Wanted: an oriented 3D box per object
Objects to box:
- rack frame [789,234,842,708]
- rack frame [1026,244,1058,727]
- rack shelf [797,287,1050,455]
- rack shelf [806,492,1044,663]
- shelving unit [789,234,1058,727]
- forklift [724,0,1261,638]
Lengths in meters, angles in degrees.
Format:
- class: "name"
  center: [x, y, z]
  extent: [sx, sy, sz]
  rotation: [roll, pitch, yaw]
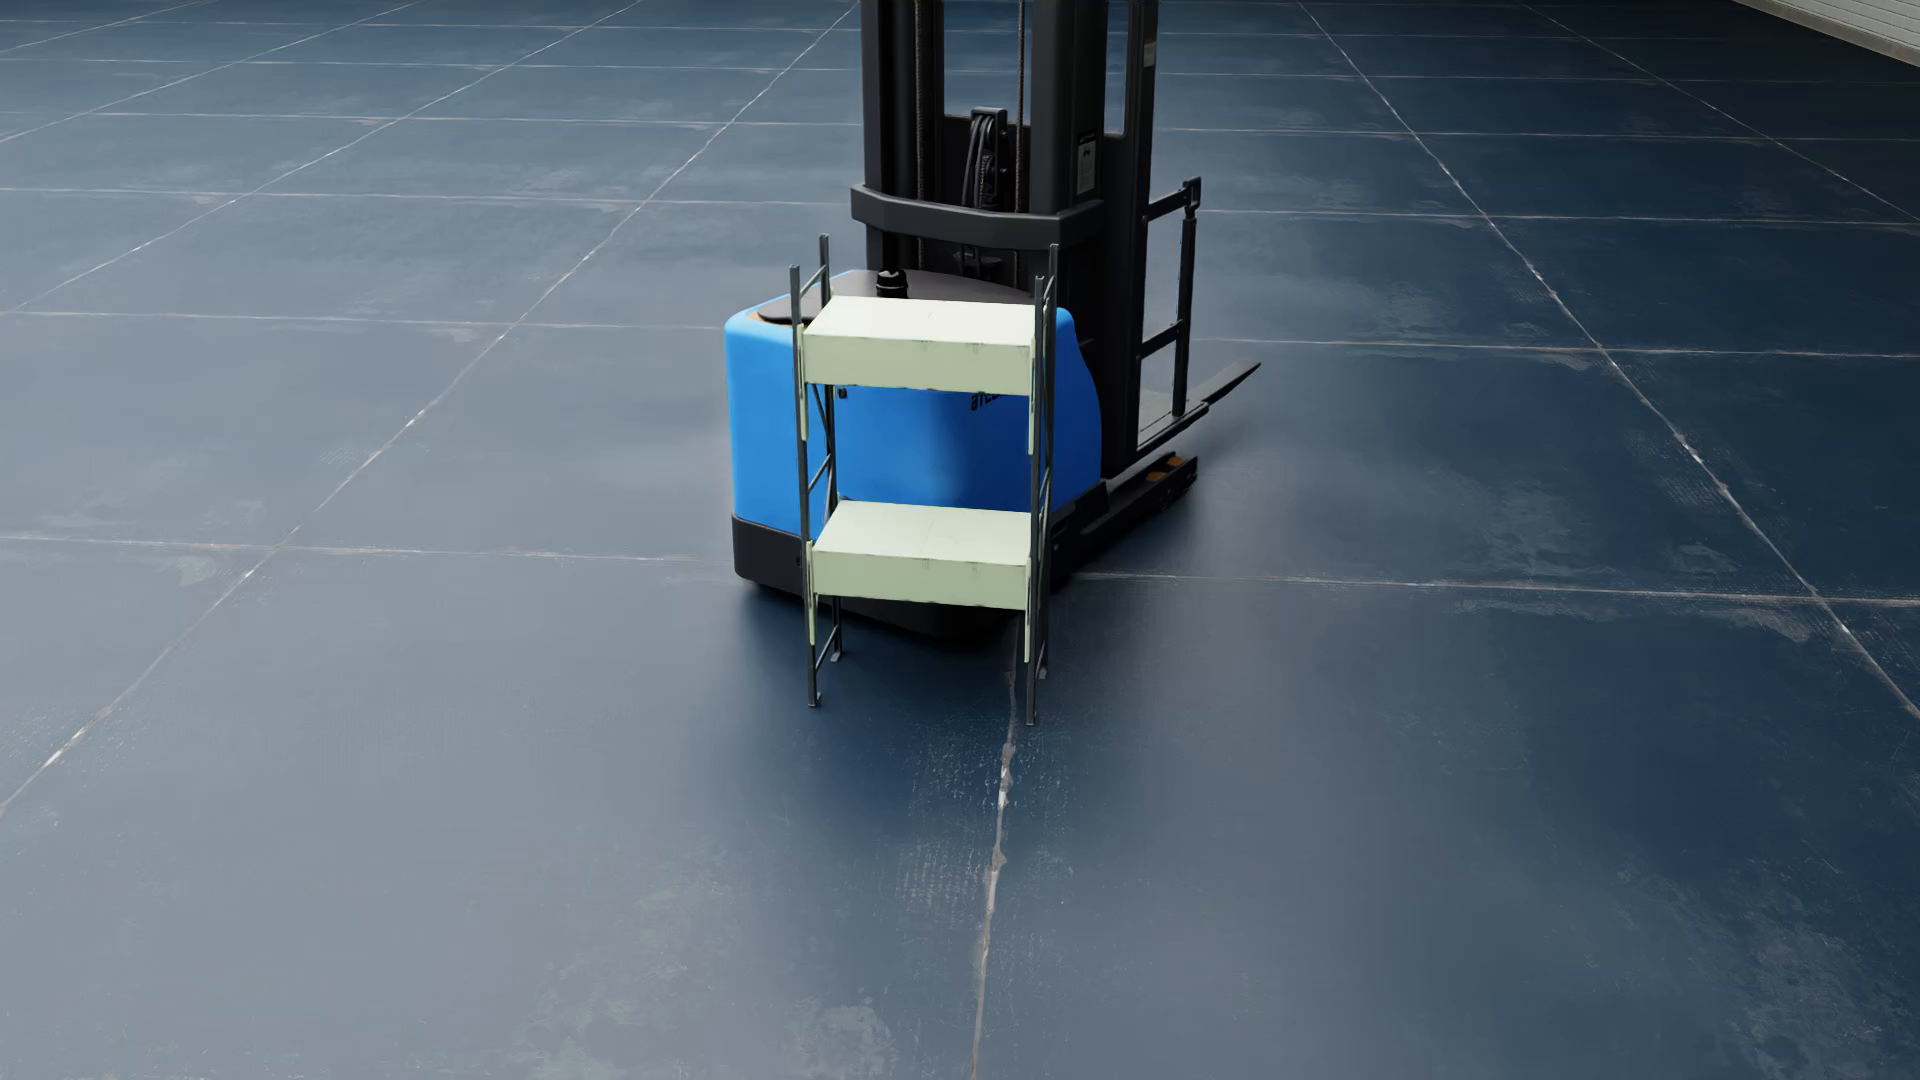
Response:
- class: "rack frame"
  center: [-0.461, -0.205, 5.402]
  extent: [0.023, 1.500, 0.400]
  rotation: [4, 25, 9]
- class: "rack frame"
  center: [0.261, -0.155, 5.292]
  extent: [0.023, 1.500, 0.400]
  rotation: [4, 25, 9]
- class: "rack shelf"
  center: [-0.100, -0.535, 5.184]
  extent: [0.720, 0.370, 0.431]
  rotation: [4, 25, 9]
- class: "rack shelf"
  center: [-0.100, 0.116, 5.483]
  extent: [0.720, 0.370, 0.431]
  rotation: [4, 25, 9]
- class: "shelving unit"
  center: [-0.100, -0.180, 5.347]
  extent: [0.755, 1.500, 0.431]
  rotation: [4, 25, 9]
- class: "forklift"
  center: [0.368, -1.555, 6.622]
  extent: [1.130, 2.935, 3.031]
  rotation: [15, 29, 30]
